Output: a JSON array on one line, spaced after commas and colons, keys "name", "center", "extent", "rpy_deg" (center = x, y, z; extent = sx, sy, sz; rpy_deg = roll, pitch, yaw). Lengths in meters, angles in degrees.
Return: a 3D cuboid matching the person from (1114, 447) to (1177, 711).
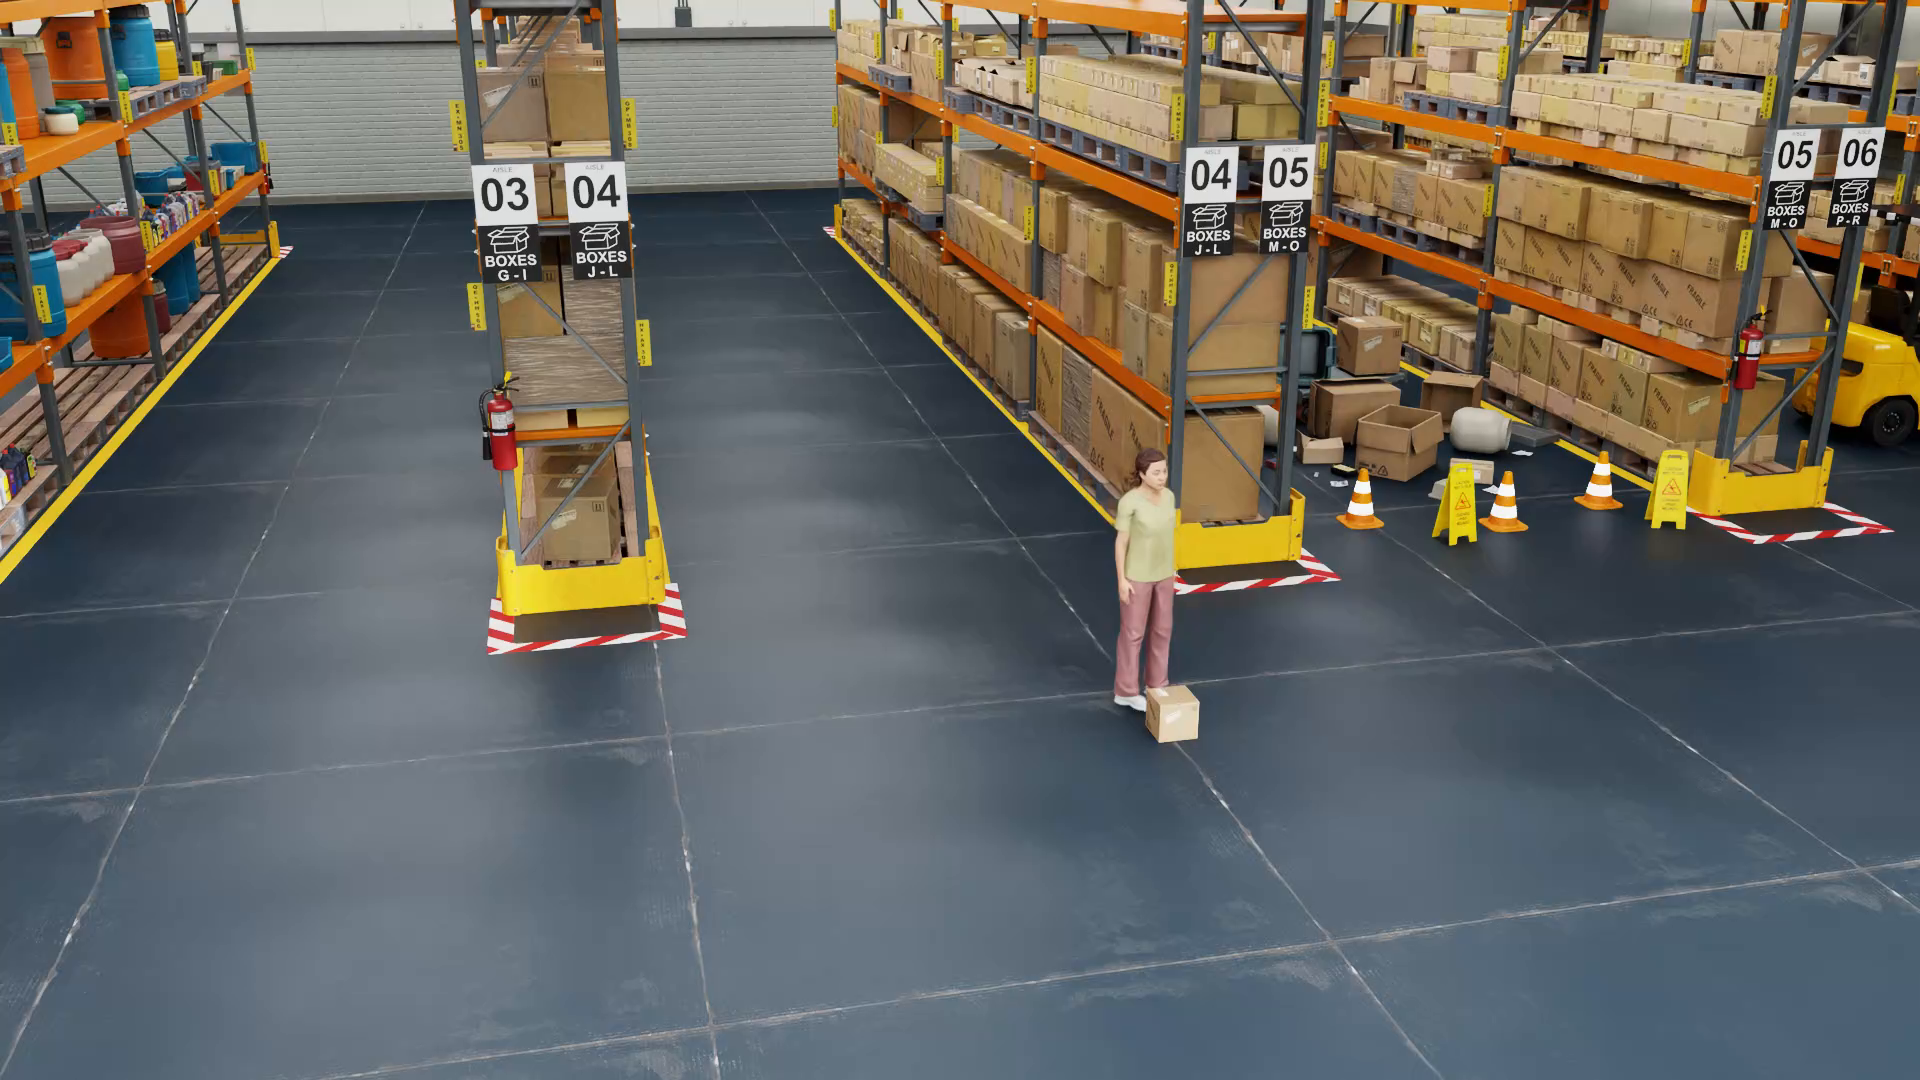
[{"name": "person", "center": [1.186, 0.240, 10.378], "extent": [0.462, 1.680, 0.401], "rpy_deg": [-11, 23, -29]}]
